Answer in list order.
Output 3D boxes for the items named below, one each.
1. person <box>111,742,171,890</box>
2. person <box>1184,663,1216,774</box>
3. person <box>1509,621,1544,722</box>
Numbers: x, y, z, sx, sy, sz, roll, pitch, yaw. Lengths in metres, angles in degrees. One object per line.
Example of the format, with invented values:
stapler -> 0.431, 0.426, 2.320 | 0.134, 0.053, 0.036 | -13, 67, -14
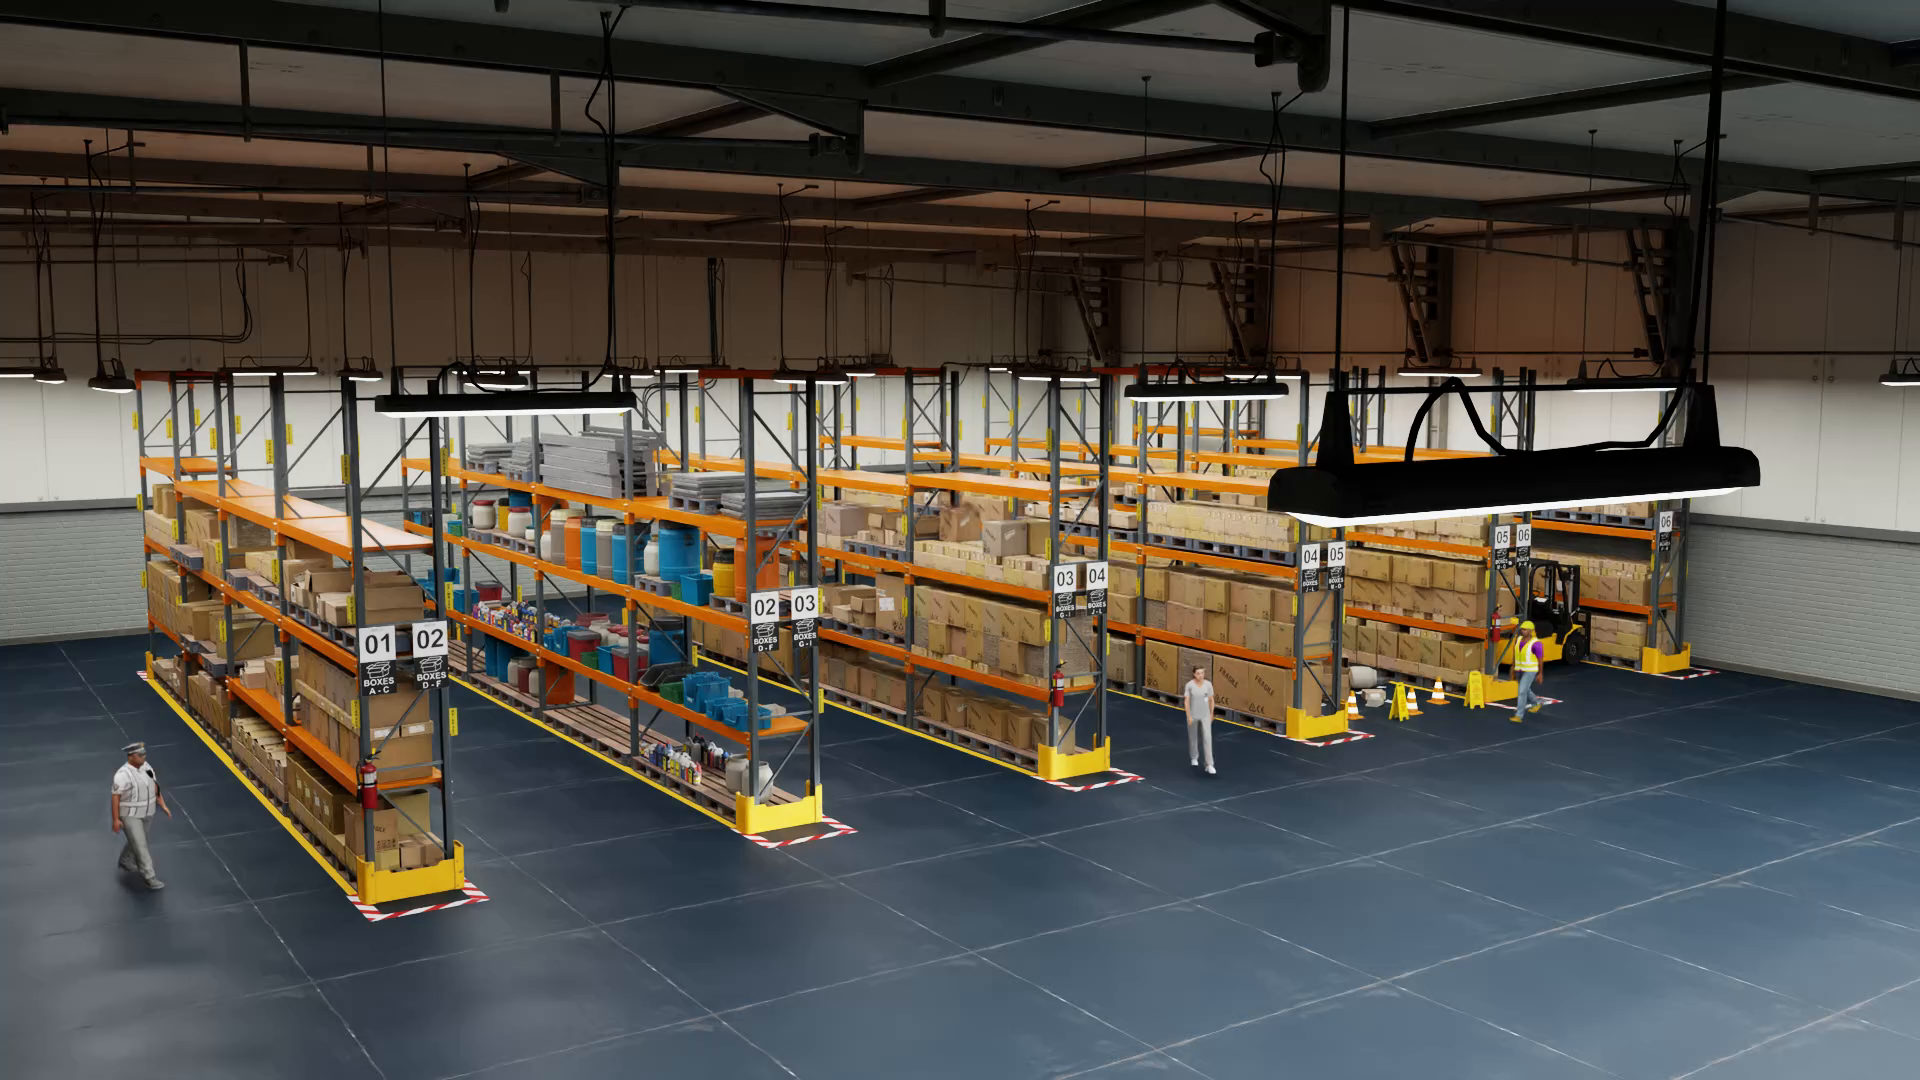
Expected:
person -> -9.777, 3.228, 19.791 | 1.125, 1.695, 0.618 | 4, 7, 29
person -> 3.609, 2.673, 25.074 | 0.466, 1.624, 1.012 | 1, 6, 5
person -> 9.765, 2.245, 28.608 | 1.019, 1.731, 0.571 | -4, 8, -34
